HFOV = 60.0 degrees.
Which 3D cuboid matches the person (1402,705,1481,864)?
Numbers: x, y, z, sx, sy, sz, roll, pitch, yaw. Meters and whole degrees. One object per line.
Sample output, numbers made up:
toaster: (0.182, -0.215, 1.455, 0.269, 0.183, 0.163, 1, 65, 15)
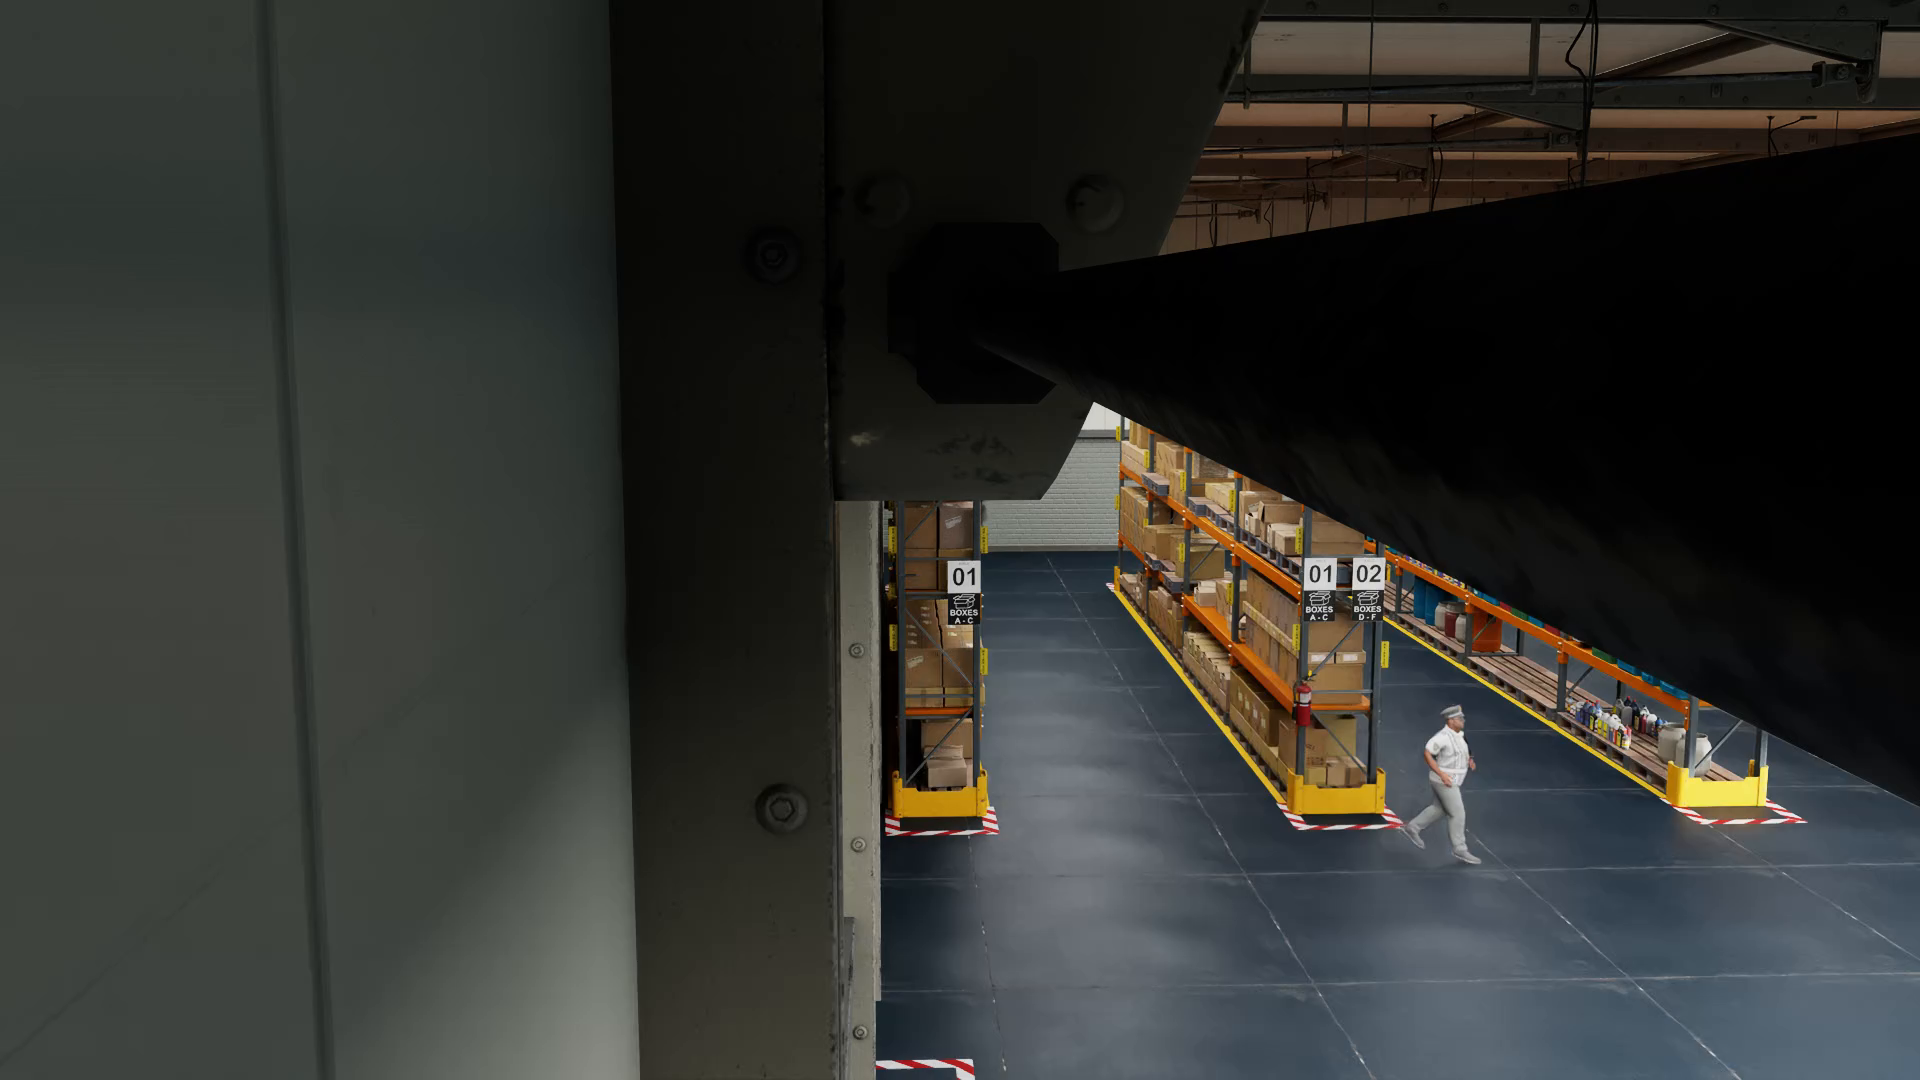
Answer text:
person: (5.500, 2.726, 18.895, 0.920, 1.781, 0.658, 4, 9, 28)
